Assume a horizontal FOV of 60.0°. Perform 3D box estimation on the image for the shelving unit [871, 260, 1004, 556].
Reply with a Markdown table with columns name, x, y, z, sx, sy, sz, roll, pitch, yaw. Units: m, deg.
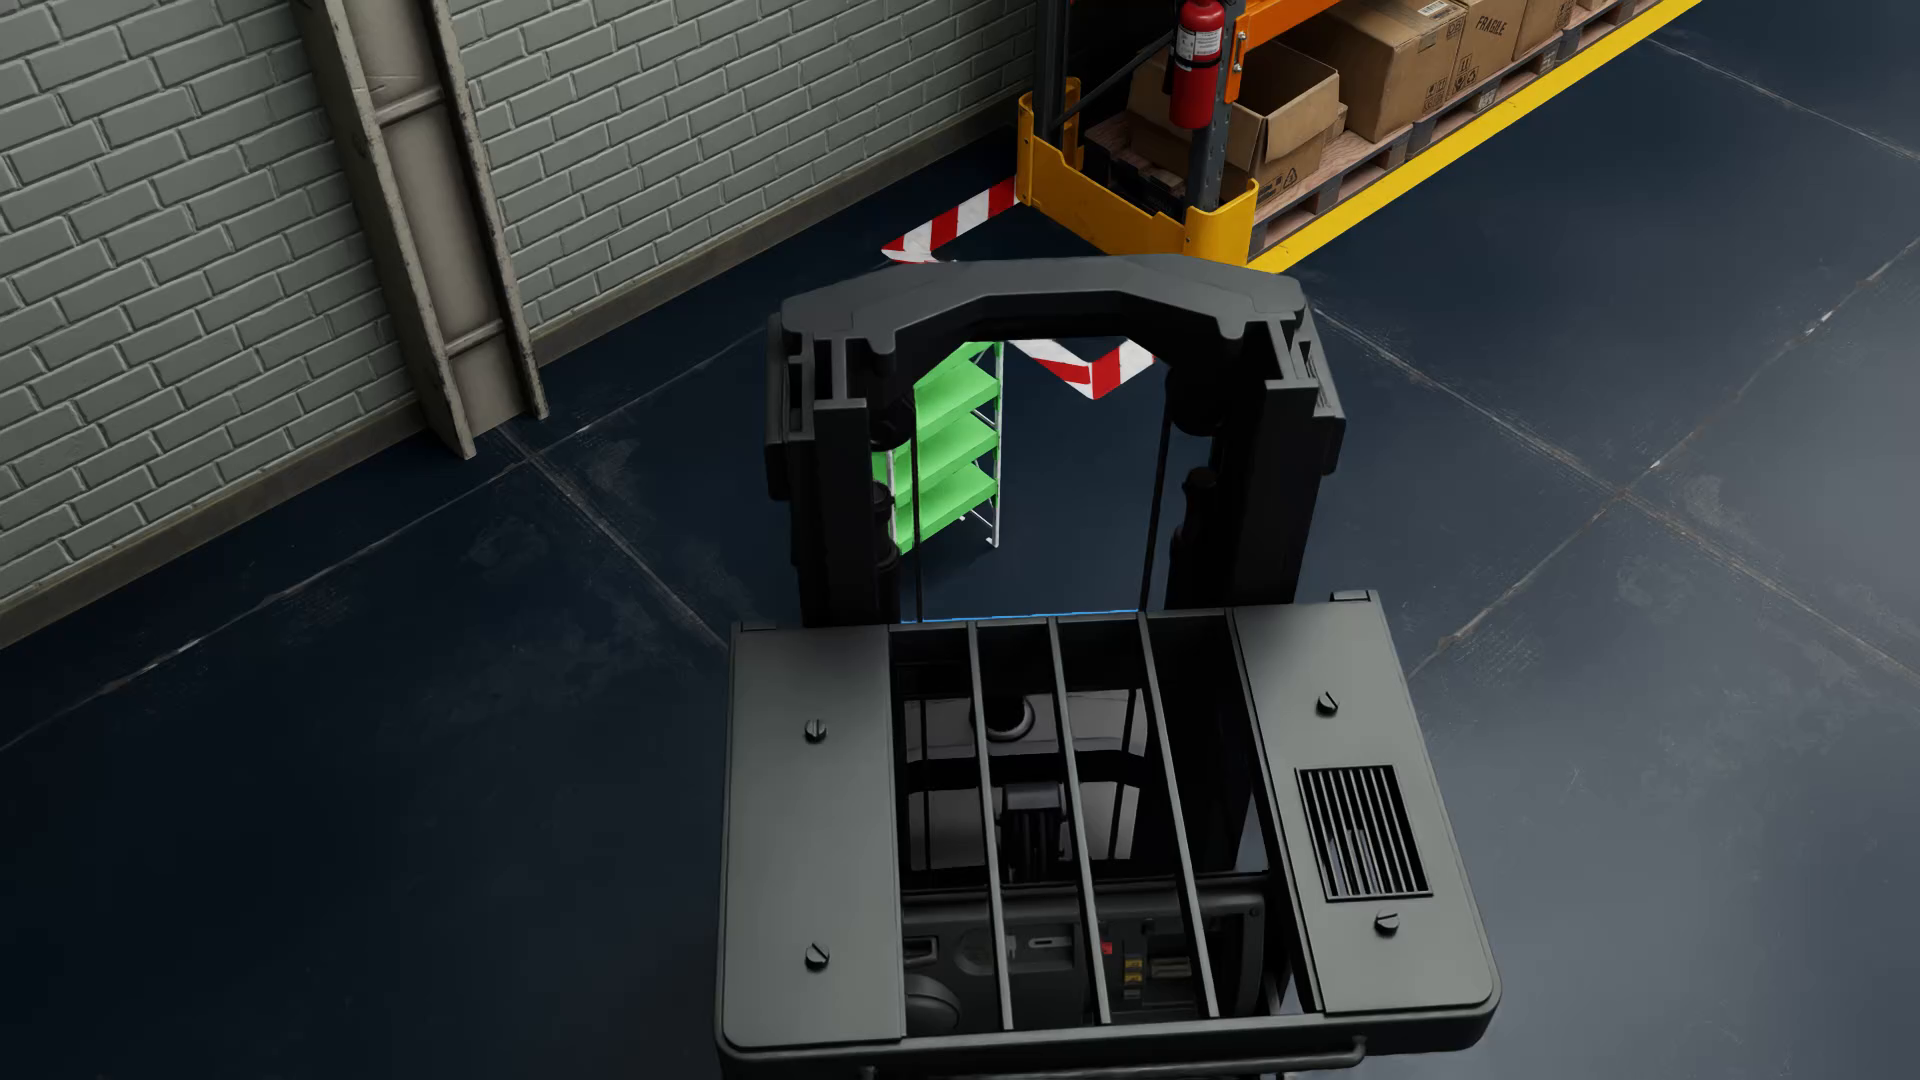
| name | x | y | z | sx | sy | sz | roll | pitch | yaw |
| --- | --- | --- | --- | --- | --- | --- | --- | --- | --- |
| shelving unit | -0.122 | -0.325 | 5.733 | 0.503 | 1.200 | 0.258 | -34 | 56 | -27 |

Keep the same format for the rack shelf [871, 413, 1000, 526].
| name | x | y | z | sx | sy | sz | roll | pitch | yaw |
| --- | --- | --- | --- | --- | --- | --- | --- | --- | --- |
| rack shelf | -0.122 | -0.282 | 5.780 | 0.480 | 0.148 | 0.258 | -34 | 56 | -27 |

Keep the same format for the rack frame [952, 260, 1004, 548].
| name | x | y | z | sx | sy | sz | roll | pitch | yaw |
| --- | --- | --- | --- | --- | --- | --- | --- | --- | --- |
| rack frame | 0.058 | -0.446 | 5.845 | 0.015 | 1.200 | 0.240 | -34 | 56 | -27 |

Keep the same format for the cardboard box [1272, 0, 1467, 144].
| name | x | y | z | sx | sy | sz | roll | pitch | yaw |
| --- | --- | --- | --- | --- | --- | --- | --- | --- | --- |
| cardboard box | 1.872 | -2.300 | 7.746 | 0.500 | 0.500 | 0.700 | -32 | 55 | -26 |

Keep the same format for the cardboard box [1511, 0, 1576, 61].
| name | x | y | z | sx | sy | sz | roll | pitch | yaw |
| --- | --- | --- | --- | --- | --- | --- | --- | --- | --- |
| cardboard box | 2.640 | -2.813 | 8.220 | 0.500 | 0.500 | 0.700 | -36 | 57 | -28 |

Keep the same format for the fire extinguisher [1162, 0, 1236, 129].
| name | x | y | z | sx | sy | sz | roll | pitch | yaw |
| --- | --- | --- | --- | --- | --- | --- | --- | --- | --- |
| fire extinguisher | 0.899 | -1.876 | 6.246 | 0.183 | 0.674 | 0.296 | -34 | 56 | -27 |

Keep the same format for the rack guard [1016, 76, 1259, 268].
| name | x | y | z | sx | sy | sz | roll | pitch | yaw |
| --- | --- | --- | --- | --- | --- | --- | --- | --- | --- |
| rack guard | 0.753 | -1.543 | 7.333 | 0.348 | 0.500 | 1.175 | -34 | 56 | -27 |

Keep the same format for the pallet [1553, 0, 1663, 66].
| name | x | y | z | sx | sy | sz | roll | pitch | yaw |
| --- | --- | --- | --- | --- | --- | --- | --- | --- | --- |
| pallet | 3.148 | -3.046 | 8.917 | 1.213 | 0.211 | 1.003 | -34 | 56 | -27 |

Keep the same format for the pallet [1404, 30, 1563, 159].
| name | x | y | z | sx | sy | sz | roll | pitch | yaw |
| --- | --- | --- | --- | --- | --- | --- | --- | --- | --- |
| pallet | 2.245 | -2.439 | 8.357 | 1.213 | 0.211 | 1.003 | -34 | 56 | -27 |

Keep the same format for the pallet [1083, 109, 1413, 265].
| name | x | y | z | sx | sy | sz | roll | pitch | yaw |
| --- | --- | --- | --- | --- | --- | --- | --- | --- | --- |
| pallet | 1.342 | -1.839 | 7.804 | 1.213 | 0.211 | 1.003 | -34 | 56 | -27 |

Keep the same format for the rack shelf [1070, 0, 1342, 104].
| name | x | y | z | sx | sy | sz | roll | pitch | yaw |
| --- | --- | --- | --- | --- | --- | --- | --- | --- | --- |
| rack shelf | 2.177 | -3.098 | 7.557 | 4.000 | 0.370 | 1.077 | -34 | 56 | -27 |

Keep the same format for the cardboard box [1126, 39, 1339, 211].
| name | x | y | z | sx | sy | sz | roll | pitch | yaw |
| --- | --- | --- | --- | --- | --- | --- | --- | --- | --- |
| cardboard box | 1.213 | -1.899 | 7.374 | 0.637 | 0.503 | 0.797 | -36 | 57 | -28 |

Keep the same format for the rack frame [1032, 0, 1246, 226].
| name | x | y | z | sx | sy | sz | roll | pitch | yaw |
| --- | --- | --- | --- | --- | --- | --- | --- | --- | --- |
| rack frame | 0.697 | -2.353 | 6.380 | 0.127 | 3.000 | 1.000 | -34 | 56 | -27 |

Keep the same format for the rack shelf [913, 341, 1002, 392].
| name | x | y | z | sx | sy | sz | roll | pitch | yaw |
| --- | --- | --- | --- | --- | --- | --- | --- | --- | --- |
| rack shelf | -0.122 | -0.607 | 5.428 | 0.480 | 0.148 | 0.258 | -34 | 56 | -27 |

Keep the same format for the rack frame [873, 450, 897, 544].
| name | x | y | z | sx | sy | sz | roll | pitch | yaw |
| --- | --- | --- | --- | --- | --- | --- | --- | --- | --- |
| rack frame | -0.303 | -0.204 | 5.622 | 0.015 | 1.200 | 0.240 | -34 | 56 | -27 |

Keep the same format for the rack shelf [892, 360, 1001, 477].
| name | x | y | z | sx | sy | sz | roll | pitch | yaw |
| --- | --- | --- | --- | --- | --- | --- | --- | --- | --- |
| rack shelf | -0.122 | -0.444 | 5.604 | 0.480 | 0.148 | 0.258 | -34 | 56 | -27 |

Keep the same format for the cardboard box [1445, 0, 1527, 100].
| name | x | y | z | sx | sy | sz | roll | pitch | yaw |
| --- | --- | --- | --- | --- | --- | --- | --- | --- | --- |
| cardboard box | 2.330 | -2.507 | 7.937 | 0.500 | 0.500 | 0.500 | -33 | 55 | -27 |

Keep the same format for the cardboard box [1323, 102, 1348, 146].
| name | x | y | z | sx | sy | sz | roll | pitch | yaw |
| --- | --- | --- | --- | --- | --- | --- | --- | --- | --- |
| cardboard box | 1.554 | -1.968 | 7.679 | 0.250 | 0.149 | 0.380 | -36 | 57 | -28 |

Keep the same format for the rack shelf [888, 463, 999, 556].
| name | x | y | z | sx | sy | sz | roll | pitch | yaw |
| --- | --- | --- | --- | --- | --- | --- | --- | --- | --- |
| rack shelf | -0.122 | -0.119 | 5.957 | 0.480 | 0.148 | 0.258 | -34 | 56 | -27 |

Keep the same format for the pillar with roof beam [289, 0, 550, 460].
| name | x | y | z | sx | sy | sz | roll | pitch | yaw |
| --- | --- | --- | --- | --- | --- | --- | --- | --- | --- |
| pillar with roof beam | 0.992 | -1.203 | 1.237 | 0.400 | 9.000 | 9.100 | -34 | 56 | -27 |

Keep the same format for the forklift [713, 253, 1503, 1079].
| name | x | y | z | sx | sy | sz | roll | pitch | yaw |
| --- | --- | --- | --- | --- | --- | --- | --- | --- | --- |
| forklift | 0.181 | 1.029 | 3.307 | 1.130 | 2.935 | 3.031 | -3 | 47 | -3 |

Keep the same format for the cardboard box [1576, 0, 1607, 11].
| name | x | y | z | sx | sy | sz | roll | pitch | yaw |
| --- | --- | --- | --- | --- | --- | --- | --- | --- | --- |
| cardboard box | 3.178 | -2.934 | 8.491 | 0.258 | 0.266 | 0.396 | -32 | 55 | -26 |
